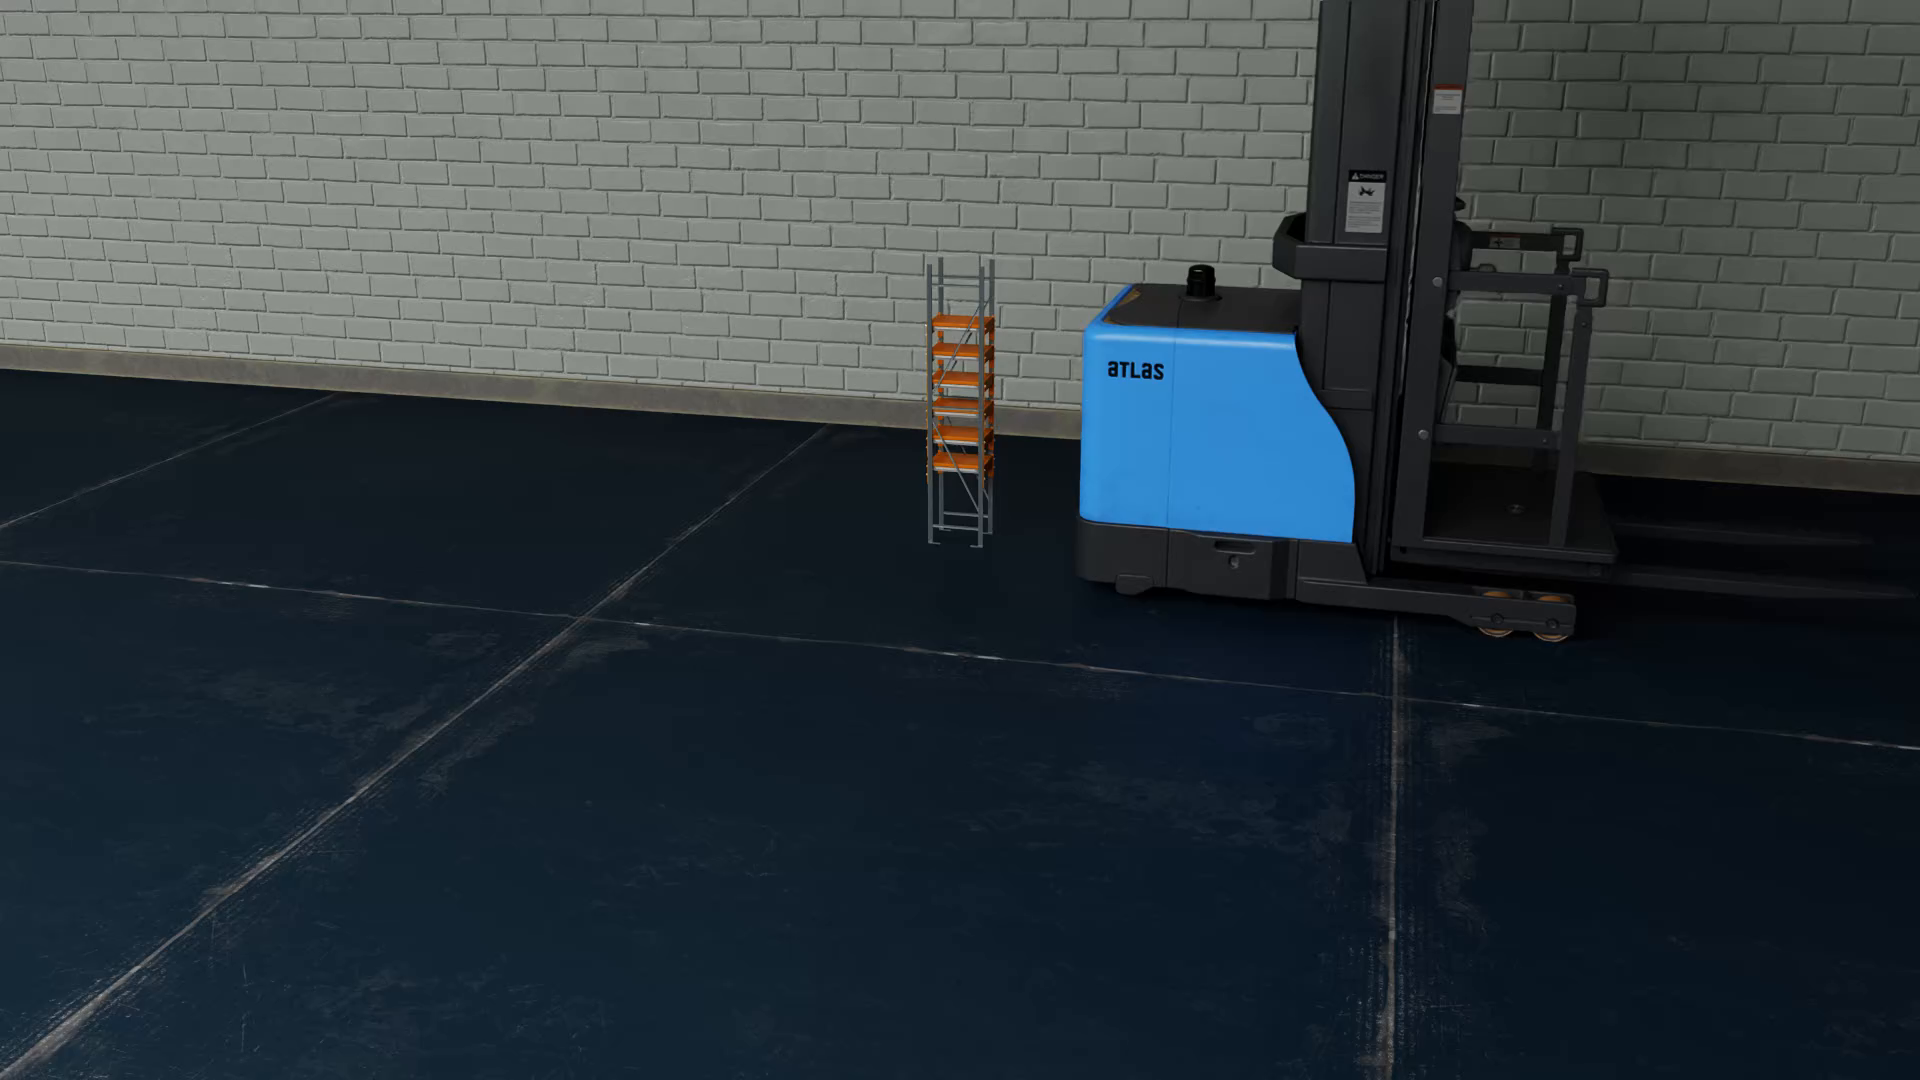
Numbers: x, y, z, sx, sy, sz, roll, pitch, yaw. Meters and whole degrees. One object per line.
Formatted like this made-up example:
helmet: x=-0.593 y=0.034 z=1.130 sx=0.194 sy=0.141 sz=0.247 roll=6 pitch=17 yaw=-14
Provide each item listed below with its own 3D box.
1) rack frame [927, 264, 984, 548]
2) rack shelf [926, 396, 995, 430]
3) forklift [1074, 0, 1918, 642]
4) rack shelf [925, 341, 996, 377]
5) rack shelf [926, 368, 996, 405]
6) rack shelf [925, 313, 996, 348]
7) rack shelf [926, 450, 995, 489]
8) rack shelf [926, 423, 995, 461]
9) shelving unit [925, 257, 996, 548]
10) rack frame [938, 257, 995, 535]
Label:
rack frame: x=-0.019 y=-0.544 z=6.923 sx=0.240 sy=1.200 sz=0.006 roll=5 pitch=19 yaw=13
rack shelf: x=0.004 y=-0.530 z=7.021 sx=0.258 sy=0.103 sz=0.180 roll=5 pitch=19 yaw=13
forklift: x=2.028 y=-1.204 z=6.177 sx=3.031 sy=2.935 sz=1.130 roll=5 pitch=19 yaw=14
rack shelf: x=0.004 y=-0.757 z=6.944 sx=0.258 sy=0.103 sz=0.180 roll=5 pitch=19 yaw=13
rack shelf: x=0.004 y=-0.644 z=6.982 sx=0.258 sy=0.103 sz=0.180 roll=5 pitch=19 yaw=13
rack shelf: x=0.004 y=-0.871 z=6.905 sx=0.258 sy=0.103 sz=0.180 roll=5 pitch=19 yaw=13
rack shelf: x=0.004 y=-0.303 z=7.099 sx=0.258 sy=0.103 sz=0.180 roll=5 pitch=19 yaw=13
rack shelf: x=0.004 y=-0.417 z=7.060 sx=0.258 sy=0.103 sz=0.180 roll=5 pitch=19 yaw=13
shelving unit: x=0.004 y=-0.572 z=7.007 sx=0.258 sy=1.200 sz=0.189 roll=5 pitch=19 yaw=13
rack frame: x=0.026 y=-0.601 z=7.091 sx=0.240 sy=1.200 sz=0.006 roll=5 pitch=19 yaw=13
